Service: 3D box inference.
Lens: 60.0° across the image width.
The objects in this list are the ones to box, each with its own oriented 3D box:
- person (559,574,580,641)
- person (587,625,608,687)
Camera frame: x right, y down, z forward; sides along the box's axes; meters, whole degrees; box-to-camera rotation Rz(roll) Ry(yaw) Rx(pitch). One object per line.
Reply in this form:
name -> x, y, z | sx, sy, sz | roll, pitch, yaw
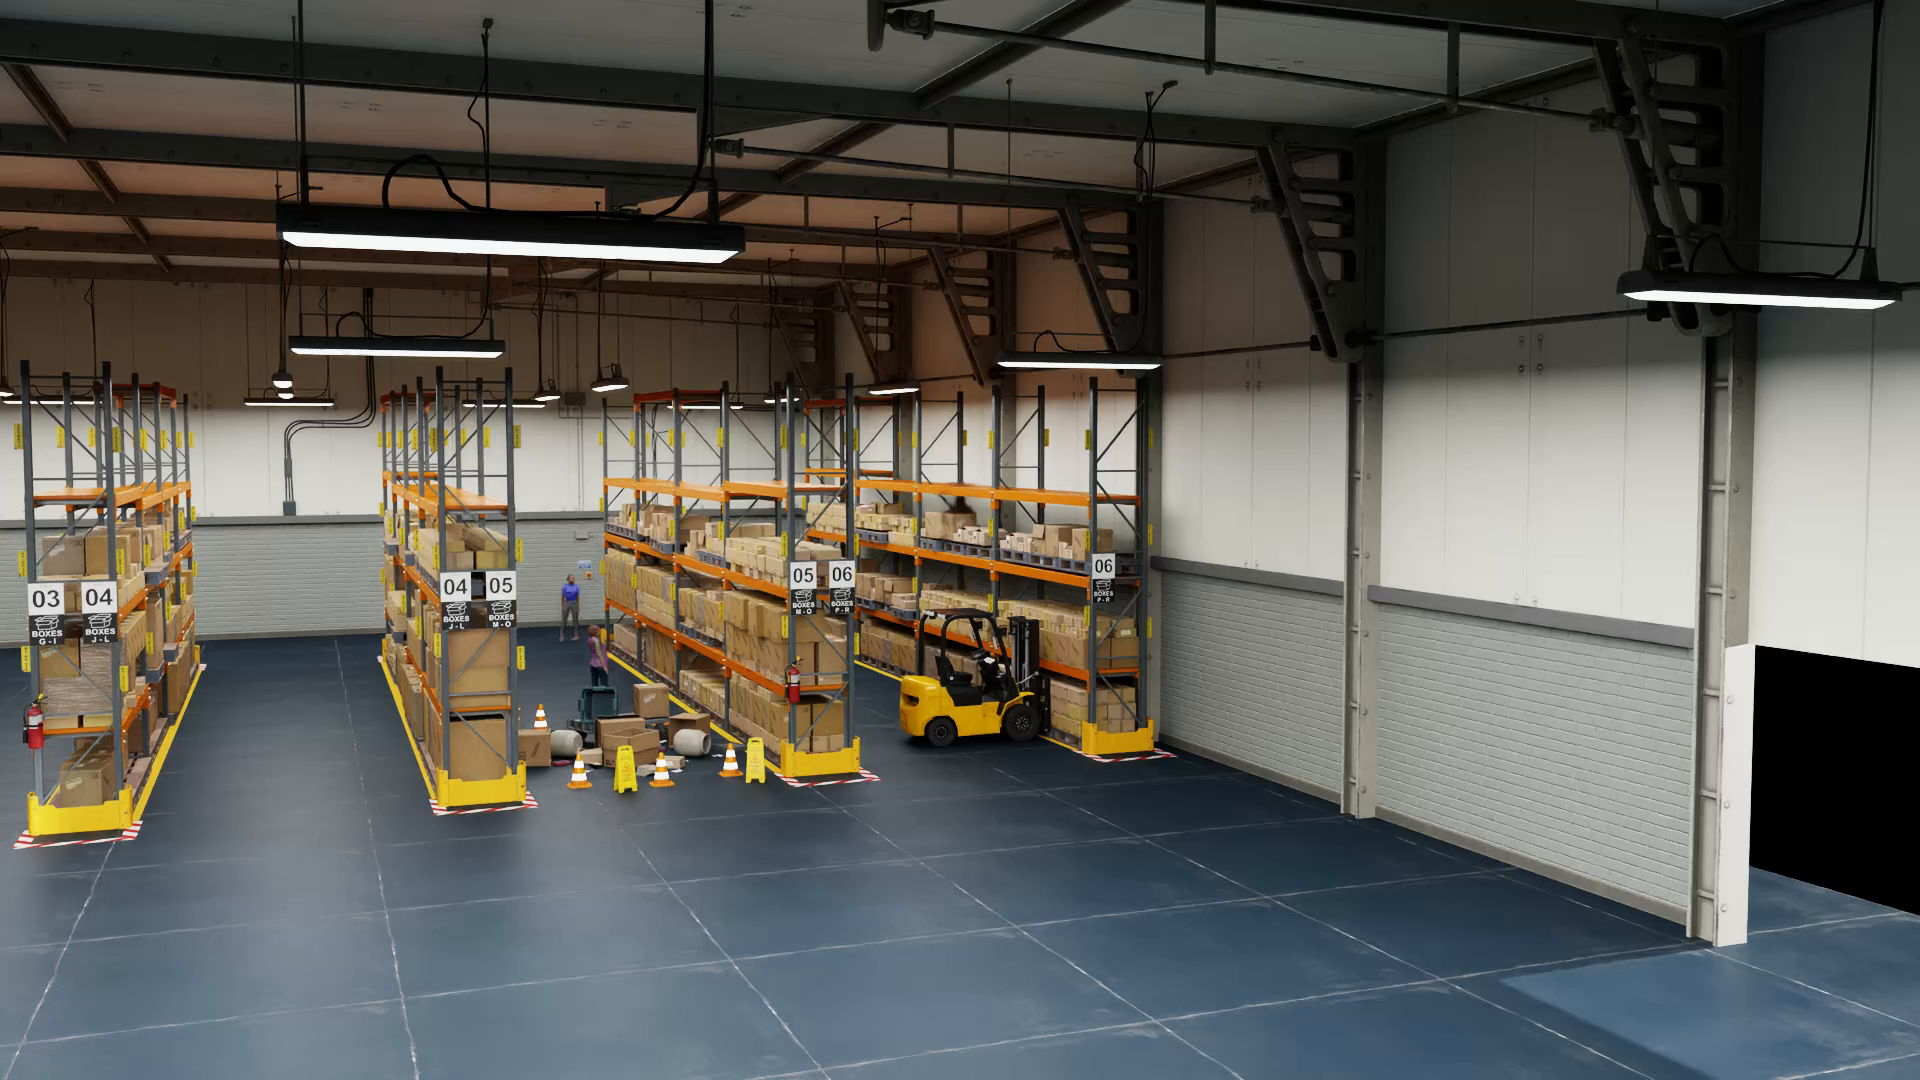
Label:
person -> -9.762, 1.683, 41.531 | 0.509, 1.671, 0.348 | -1, 4, -13
person -> -6.668, 2.407, 30.729 | 0.457, 1.481, 0.378 | 2, 4, 35
